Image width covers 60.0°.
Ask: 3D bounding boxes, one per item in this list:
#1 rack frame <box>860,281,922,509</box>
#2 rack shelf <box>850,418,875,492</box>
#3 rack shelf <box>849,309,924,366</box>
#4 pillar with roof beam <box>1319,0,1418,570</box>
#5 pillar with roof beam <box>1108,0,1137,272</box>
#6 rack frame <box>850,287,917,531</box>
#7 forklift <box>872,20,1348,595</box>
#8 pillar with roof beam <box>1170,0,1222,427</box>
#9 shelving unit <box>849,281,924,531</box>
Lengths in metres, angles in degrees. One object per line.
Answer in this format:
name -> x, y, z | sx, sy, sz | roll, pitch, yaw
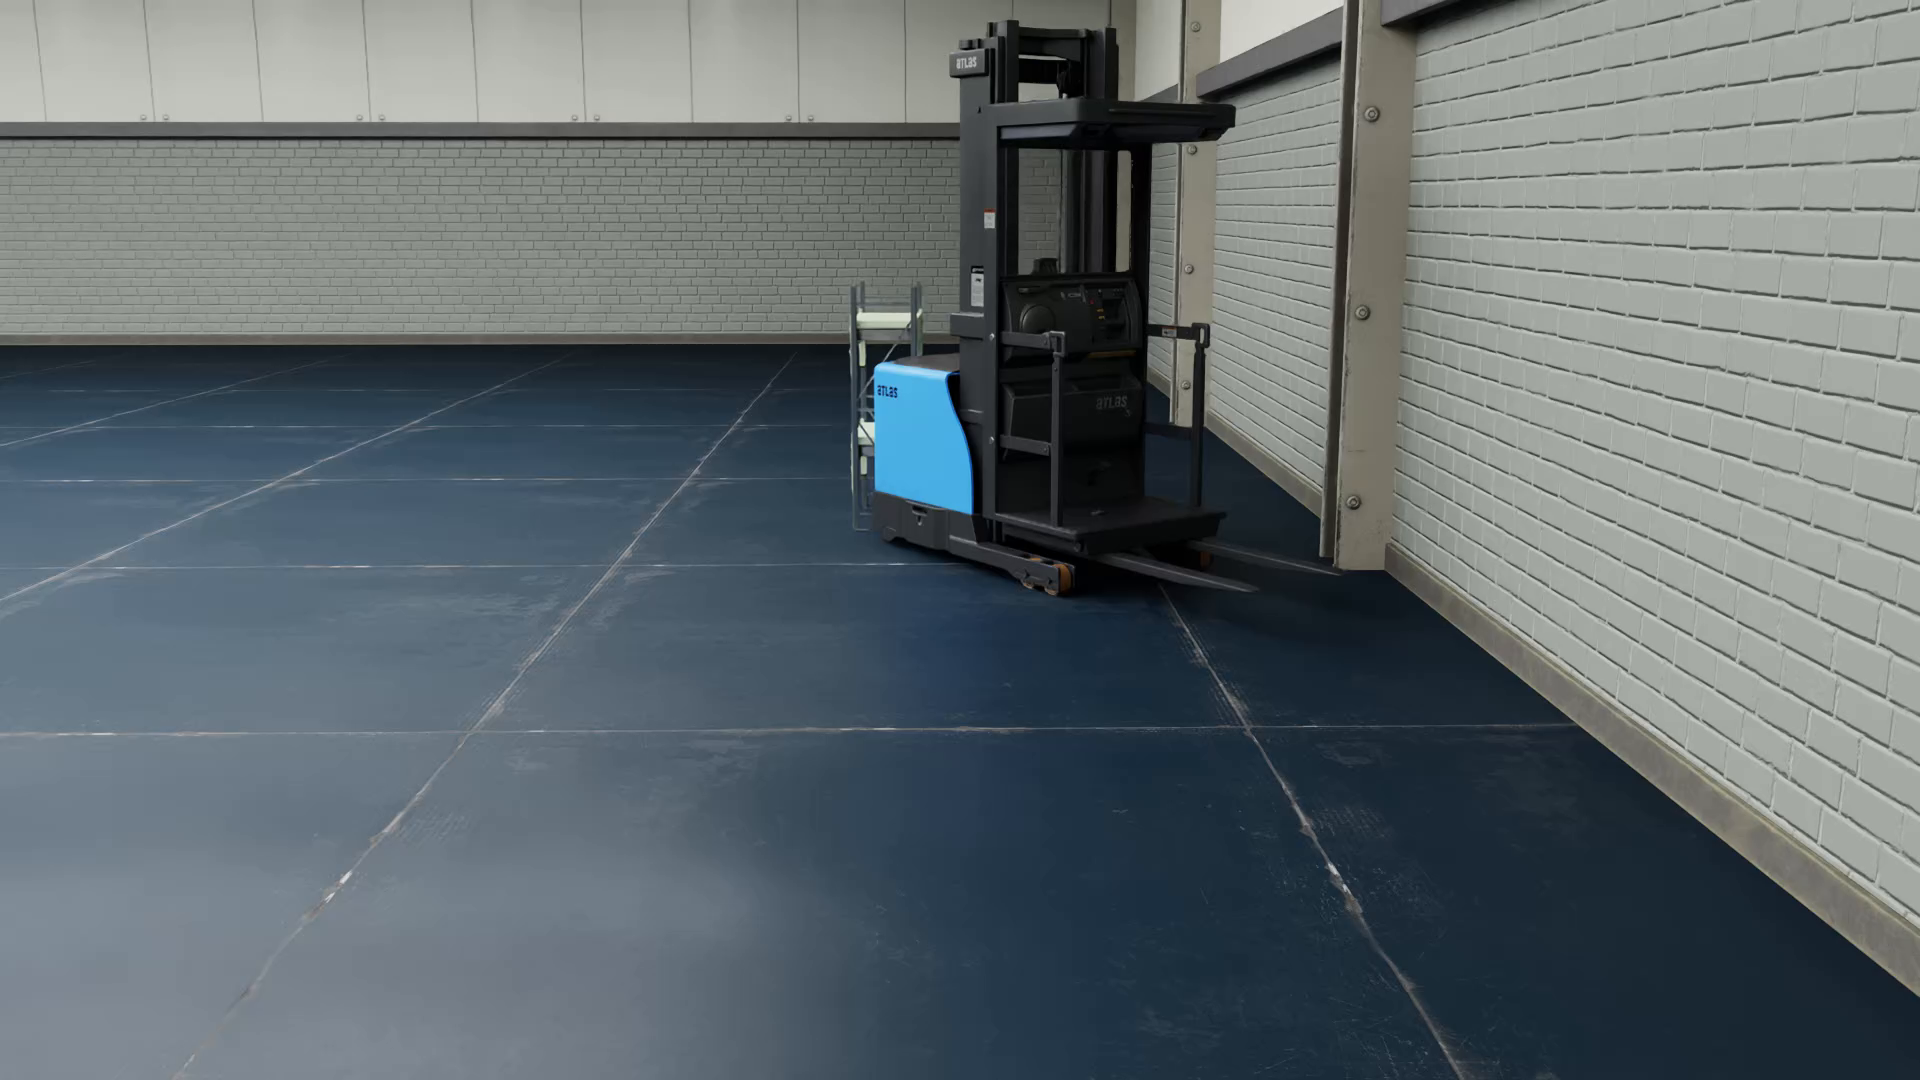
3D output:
rack frame -> -0.449, -0.940, 10.920 | 0.400, 1.500, 0.023 | 0, 11, 1
rack shelf -> -0.456, -0.548, 10.626 | 0.431, 0.370, 0.720 | 0, 11, 1
rack shelf -> -0.456, -1.250, 10.484 | 0.431, 0.370, 0.720 | 0, 11, 1
pillar with roof beam -> -2.067, -4.266, 8.454 | 9.100, 9.000, 0.400 | 0, 11, -1
pillar with roof beam -> -2.315, -6.651, 20.212 | 9.100, 9.000, 0.400 | 0, 11, -1
rack frame -> -0.463, -0.794, 10.203 | 0.400, 1.500, 0.023 | 0, 11, 1
forklift -> 0.744, -1.258, 8.888 | 1.130, 2.935, 3.031 | -8, 14, -35
pillar with roof beam -> -2.191, -5.459, 14.333 | 9.100, 9.000, 0.400 | 0, 11, -1
shelving unit -> -0.456, -0.867, 10.561 | 0.431, 1.500, 0.755 | 0, 11, 1
